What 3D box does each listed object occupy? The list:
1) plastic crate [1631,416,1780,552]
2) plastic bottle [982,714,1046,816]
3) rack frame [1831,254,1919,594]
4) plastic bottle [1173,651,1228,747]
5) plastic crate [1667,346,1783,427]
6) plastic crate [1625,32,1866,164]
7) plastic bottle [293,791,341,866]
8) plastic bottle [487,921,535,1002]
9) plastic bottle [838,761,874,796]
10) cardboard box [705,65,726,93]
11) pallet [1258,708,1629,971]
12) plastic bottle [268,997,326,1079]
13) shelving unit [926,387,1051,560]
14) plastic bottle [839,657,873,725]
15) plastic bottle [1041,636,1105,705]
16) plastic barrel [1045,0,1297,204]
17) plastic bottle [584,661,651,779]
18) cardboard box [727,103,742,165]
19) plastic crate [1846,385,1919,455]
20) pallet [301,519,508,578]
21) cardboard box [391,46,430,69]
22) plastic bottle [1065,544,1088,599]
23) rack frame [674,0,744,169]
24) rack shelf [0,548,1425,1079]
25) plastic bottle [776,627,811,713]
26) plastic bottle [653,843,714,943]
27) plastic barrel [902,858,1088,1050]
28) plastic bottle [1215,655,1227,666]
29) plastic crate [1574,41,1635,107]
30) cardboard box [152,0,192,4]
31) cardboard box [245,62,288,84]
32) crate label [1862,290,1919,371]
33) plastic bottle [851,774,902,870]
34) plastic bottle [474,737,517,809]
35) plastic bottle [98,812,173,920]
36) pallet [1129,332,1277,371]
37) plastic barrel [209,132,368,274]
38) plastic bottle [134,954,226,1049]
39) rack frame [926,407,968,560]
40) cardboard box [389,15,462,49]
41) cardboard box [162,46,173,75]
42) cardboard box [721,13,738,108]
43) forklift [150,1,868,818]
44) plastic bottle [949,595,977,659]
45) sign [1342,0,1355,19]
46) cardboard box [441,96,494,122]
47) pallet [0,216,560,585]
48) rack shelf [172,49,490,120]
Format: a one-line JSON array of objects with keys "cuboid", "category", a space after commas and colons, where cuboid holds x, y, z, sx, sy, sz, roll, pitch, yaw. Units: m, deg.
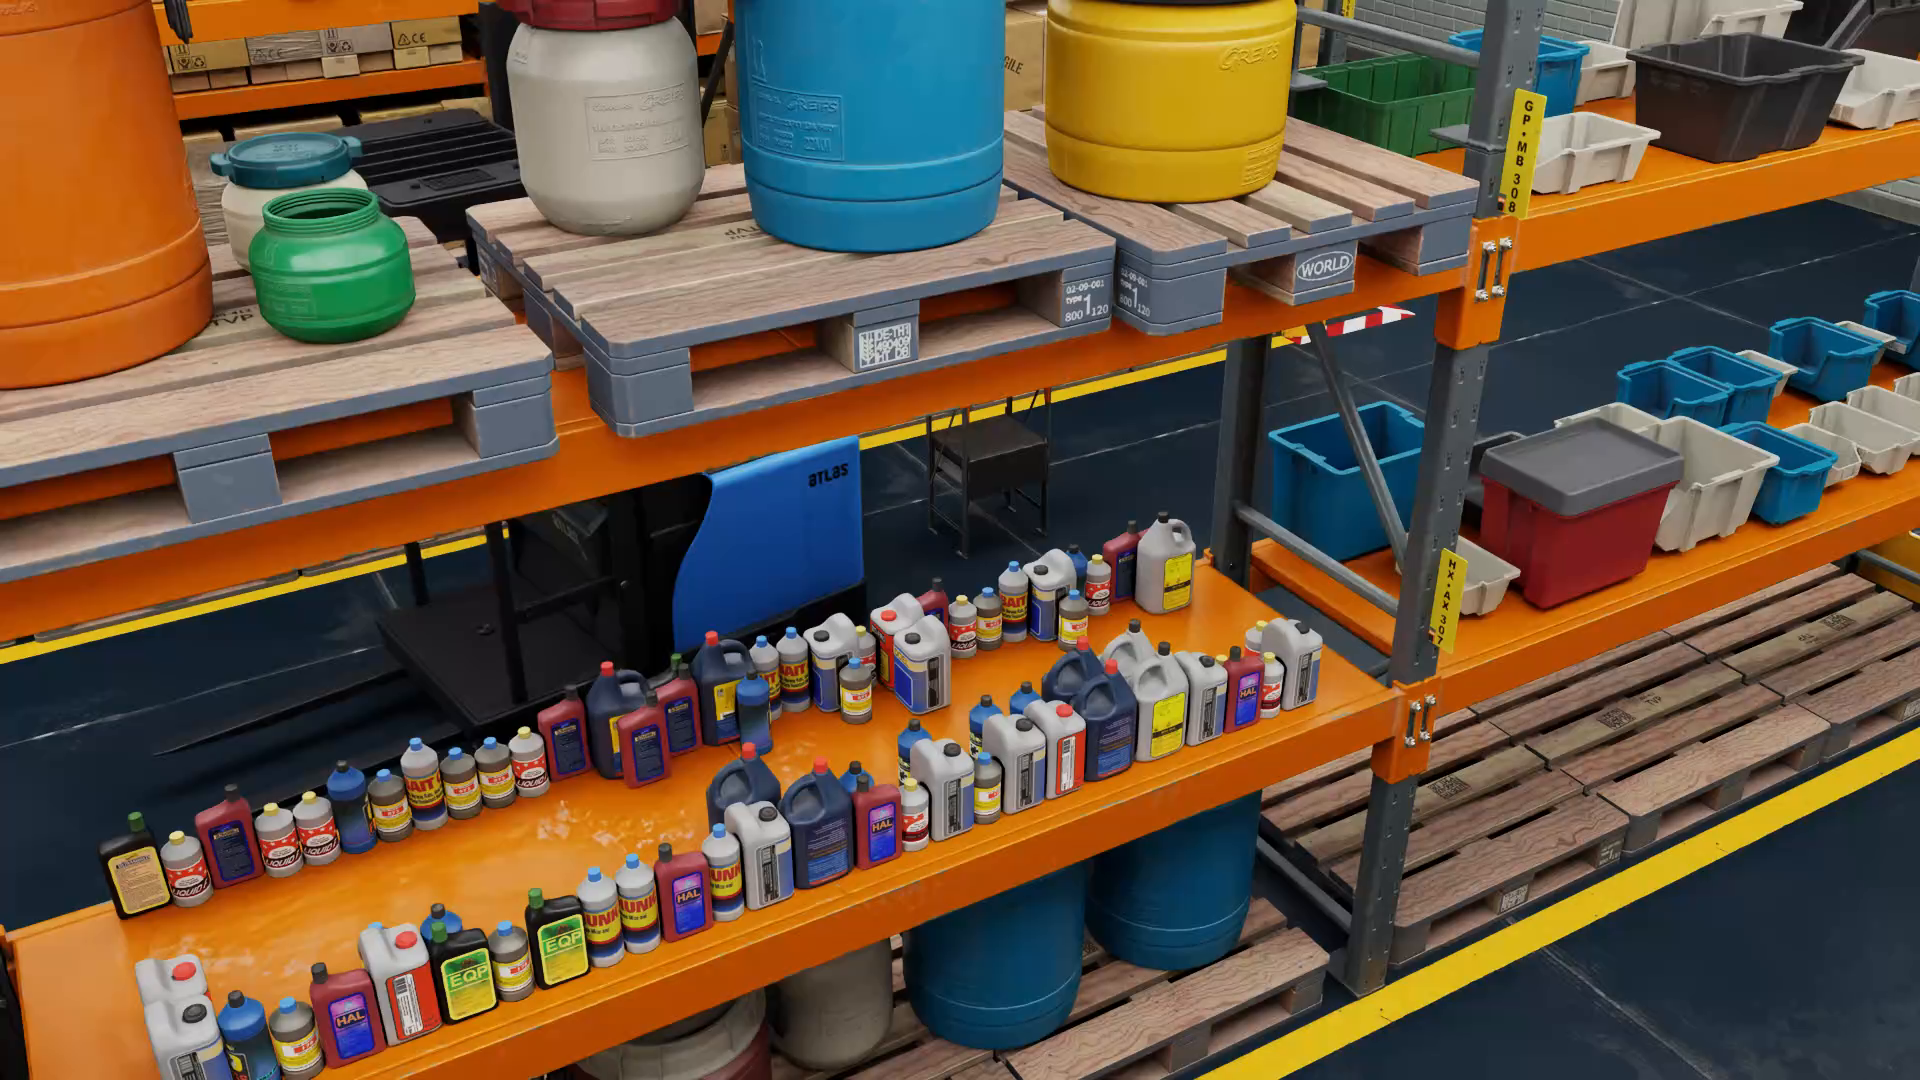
[{"cuboid": [2.605, -0.194, 6.058, 0.530, 0.282, 0.437, -16, 33, -26], "category": "plastic crate"}, {"cuboid": [0.153, 0.608, 4.671, 0.135, 0.276, 0.152, -16, 33, -26], "category": "plastic bottle"}, {"cuboid": [4.644, -0.902, 7.280, 0.127, 3.000, 1.000, -16, 33, -26], "category": "rack frame"}, {"cuboid": [0.704, 0.452, 4.955, 0.135, 0.276, 0.152, -16, 33, -26], "category": "plastic bottle"}, {"cuboid": [3.129, -0.609, 6.861, 0.300, 0.233, 0.416, -16, 33, -26], "category": "plastic crate"}, {"cuboid": [2.405, -1.369, 5.156, 0.590, 0.269, 0.497, -16, 33, -26], "category": "plastic crate"}, {"cuboid": [-1.729, 0.766, 4.464, 0.097, 0.201, 0.097, 0, 29, 0], "category": "plastic bottle"}, {"cuboid": [-1.089, 1.009, 4.023, 0.097, 0.201, 0.097, 0, 29, 0], "category": "plastic bottle"}, {"cuboid": [-0.278, 0.714, 4.484, 0.097, 0.271, 0.097, 0, 29, 0], "category": "plastic bottle"}, {"cuboid": [-2.014, -3.992, 14.361, 0.250, 0.149, 0.380, -15, 32, -26], "category": "cardboard box"}, {"cuboid": [1.810, 1.102, 6.535, 1.213, 0.211, 1.003, -16, 33, -26], "category": "pallet"}, {"cuboid": [-1.519, 1.131, 3.801, 0.097, 0.201, 0.097, 0, 29, 0], "category": "plastic bottle"}, {"cuboid": [0.143, -0.960, 8.316, 0.503, 2.100, 0.431, -16, 33, -26], "category": "shelving unit"}, {"cuboid": [-0.316, 0.450, 5.036, 0.097, 0.201, 0.097, 0, 29, 0], "category": "plastic bottle"}, {"cuboid": [0.336, 0.445, 4.890, 0.185, 0.351, 0.144, -16, 33, -26], "category": "plastic bottle"}, {"cuboid": [0.511, -1.194, 4.076, 0.600, 0.588, 0.600, 0, 29, 0], "category": "plastic barrel"}, {"cuboid": [-0.977, 0.500, 4.791, 0.185, 0.351, 0.144, -16, 33, -26], "category": "plastic bottle"}, {"cuboid": [-1.010, -2.260, 9.638, 0.500, 0.500, 0.500, -15, 32, -26], "category": "cardboard box"}, {"cuboid": [3.775, -0.473, 6.713, 0.243, 0.136, 0.396, -16, 33, -26], "category": "plastic crate"}, {"cuboid": [-3.046, -0.251, 8.986, 1.213, 0.211, 1.003, -16, 33, -26], "category": "pallet"}, {"cuboid": [-4.177, -3.676, 12.546, 0.250, 0.149, 0.380, -15, 32, -25], "category": "cardboard box"}, {"cuboid": [0.374, 0.138, 5.529, 0.097, 0.271, 0.097, 0, 29, 0], "category": "plastic bottle"}, {"cuboid": [-1.311, -1.987, 9.246, 0.127, 3.000, 1.000, -16, 33, -26], "category": "rack frame"}, {"cuboid": [-0.529, 0.882, 4.792, 4.000, 0.370, 1.077, -16, 33, -26], "category": "rack shelf"}, {"cuboid": [-0.509, 0.389, 5.075, 0.097, 0.271, 0.097, 0, 29, 0], "category": "plastic bottle"}, {"cuboid": [-0.697, 0.872, 4.186, 0.133, 0.283, 0.061, -16, 33, -26], "category": "plastic bottle"}, {"cuboid": [0.107, 1.111, 5.369, 0.708, 0.901, 0.600, -16, 33, -26], "category": "plastic barrel"}, {"cuboid": [0.787, 0.442, 5.049, 0.097, 0.201, 0.097, 0, 29, 0], "category": "plastic bottle"}, {"cuboid": [2.099, -1.591, 5.696, 0.466, 0.136, 0.293, -16, 33, -26], "category": "plastic crate"}, {"cuboid": [-3.513, -2.738, 7.399, 0.500, 0.500, 0.910, -16, 33, -26], "category": "cardboard box"}, {"cuboid": [-5.089, -3.455, 12.146, 0.250, 0.149, 0.380, -17, 33, -28], "category": "cardboard box"}, {"cuboid": [4.264, -0.932, 7.445, 0.303, 0.233, 0.416, -16, 33, -26], "category": "crate label"}, {"cuboid": [-0.223, 0.738, 4.430, 0.133, 0.283, 0.061, -16, 33, -26], "category": "plastic bottle"}, {"cuboid": [-1.310, 0.646, 4.680, 0.097, 0.201, 0.097, 0, 29, 0], "category": "plastic bottle"}, {"cuboid": [-2.121, 0.831, 4.261, 0.133, 0.283, 0.061, -16, 33, -26], "category": "plastic bottle"}, {"cuboid": [1.385, -1.531, 11.306, 1.213, 0.211, 1.003, -16, 33, -26], "category": "pallet"}, {"cuboid": [-1.403, -0.704, 3.525, 0.301, 0.262, 0.301, 0, 29, 0], "category": "plastic barrel"}, {"cuboid": [-1.794, 1.076, 3.824, 0.135, 0.276, 0.152, -16, 33, -26], "category": "plastic bottle"}, {"cuboid": [-0.068, -0.900, 8.208, 0.015, 2.100, 0.400, -16, 33, -26], "category": "rack frame"}, {"cuboid": [-4.094, -4.015, 12.488, 0.500, 0.500, 0.500, -16, 33, -27], "category": "cardboard box"}, {"cuboid": [-5.839, -3.511, 11.576, 0.500, 0.500, 0.500, -16, 33, -27], "category": "cardboard box"}, {"cuboid": [-1.006, -2.700, 9.400, 0.500, 0.500, 0.500, -16, 33, -26], "category": "cardboard box"}, {"cuboid": [-1.903, -0.572, 6.754, 3.031, 2.935, 1.130, -21, 35, -33], "category": "forklift"}, {"cuboid": [0.006, 0.273, 5.356, 0.097, 0.201, 0.097, 0, 29, 0], "category": "plastic bottle"}, {"cuboid": [2.402, -3.376, 10.237, 0.005, 0.325, 0.100, -16, 33, -26], "category": "sign"}, {"cuboid": [-2.393, -1.997, 8.727, 0.500, 0.500, 0.700, -11, 31, -19], "category": "cardboard box"}, {"cuboid": [-1.544, -0.321, 3.318, 1.213, 0.211, 1.003, -16, 33, -26], "category": "pallet"}, {"cuboid": [-5.548, -3.245, 12.271, 4.000, 0.370, 1.077, -16, 33, -26], "category": "rack shelf"}]
